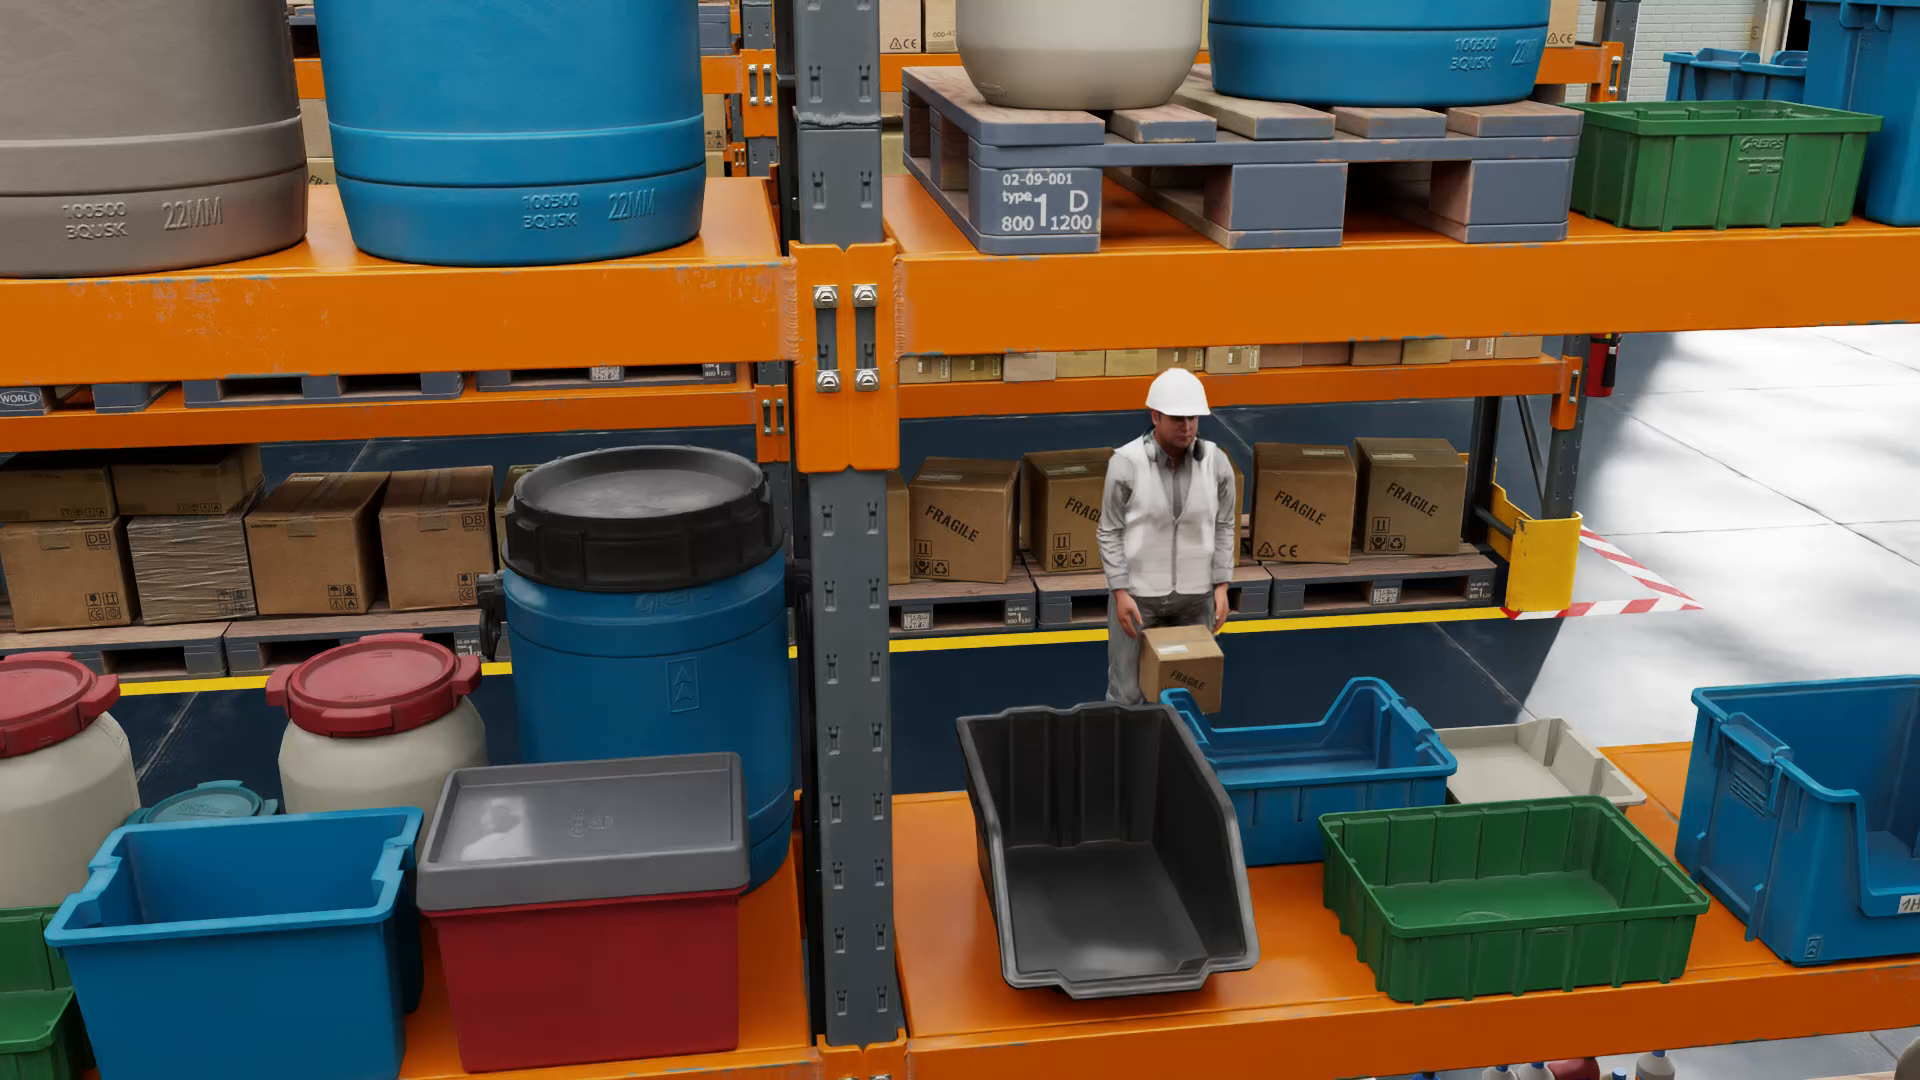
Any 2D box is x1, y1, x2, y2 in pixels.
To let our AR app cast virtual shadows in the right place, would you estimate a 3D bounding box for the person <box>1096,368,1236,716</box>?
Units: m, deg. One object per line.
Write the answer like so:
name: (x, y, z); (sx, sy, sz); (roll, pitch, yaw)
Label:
person: (0.797, 0.196, 6.482); (0.553, 1.778, 0.433); (-3, 20, -9)
